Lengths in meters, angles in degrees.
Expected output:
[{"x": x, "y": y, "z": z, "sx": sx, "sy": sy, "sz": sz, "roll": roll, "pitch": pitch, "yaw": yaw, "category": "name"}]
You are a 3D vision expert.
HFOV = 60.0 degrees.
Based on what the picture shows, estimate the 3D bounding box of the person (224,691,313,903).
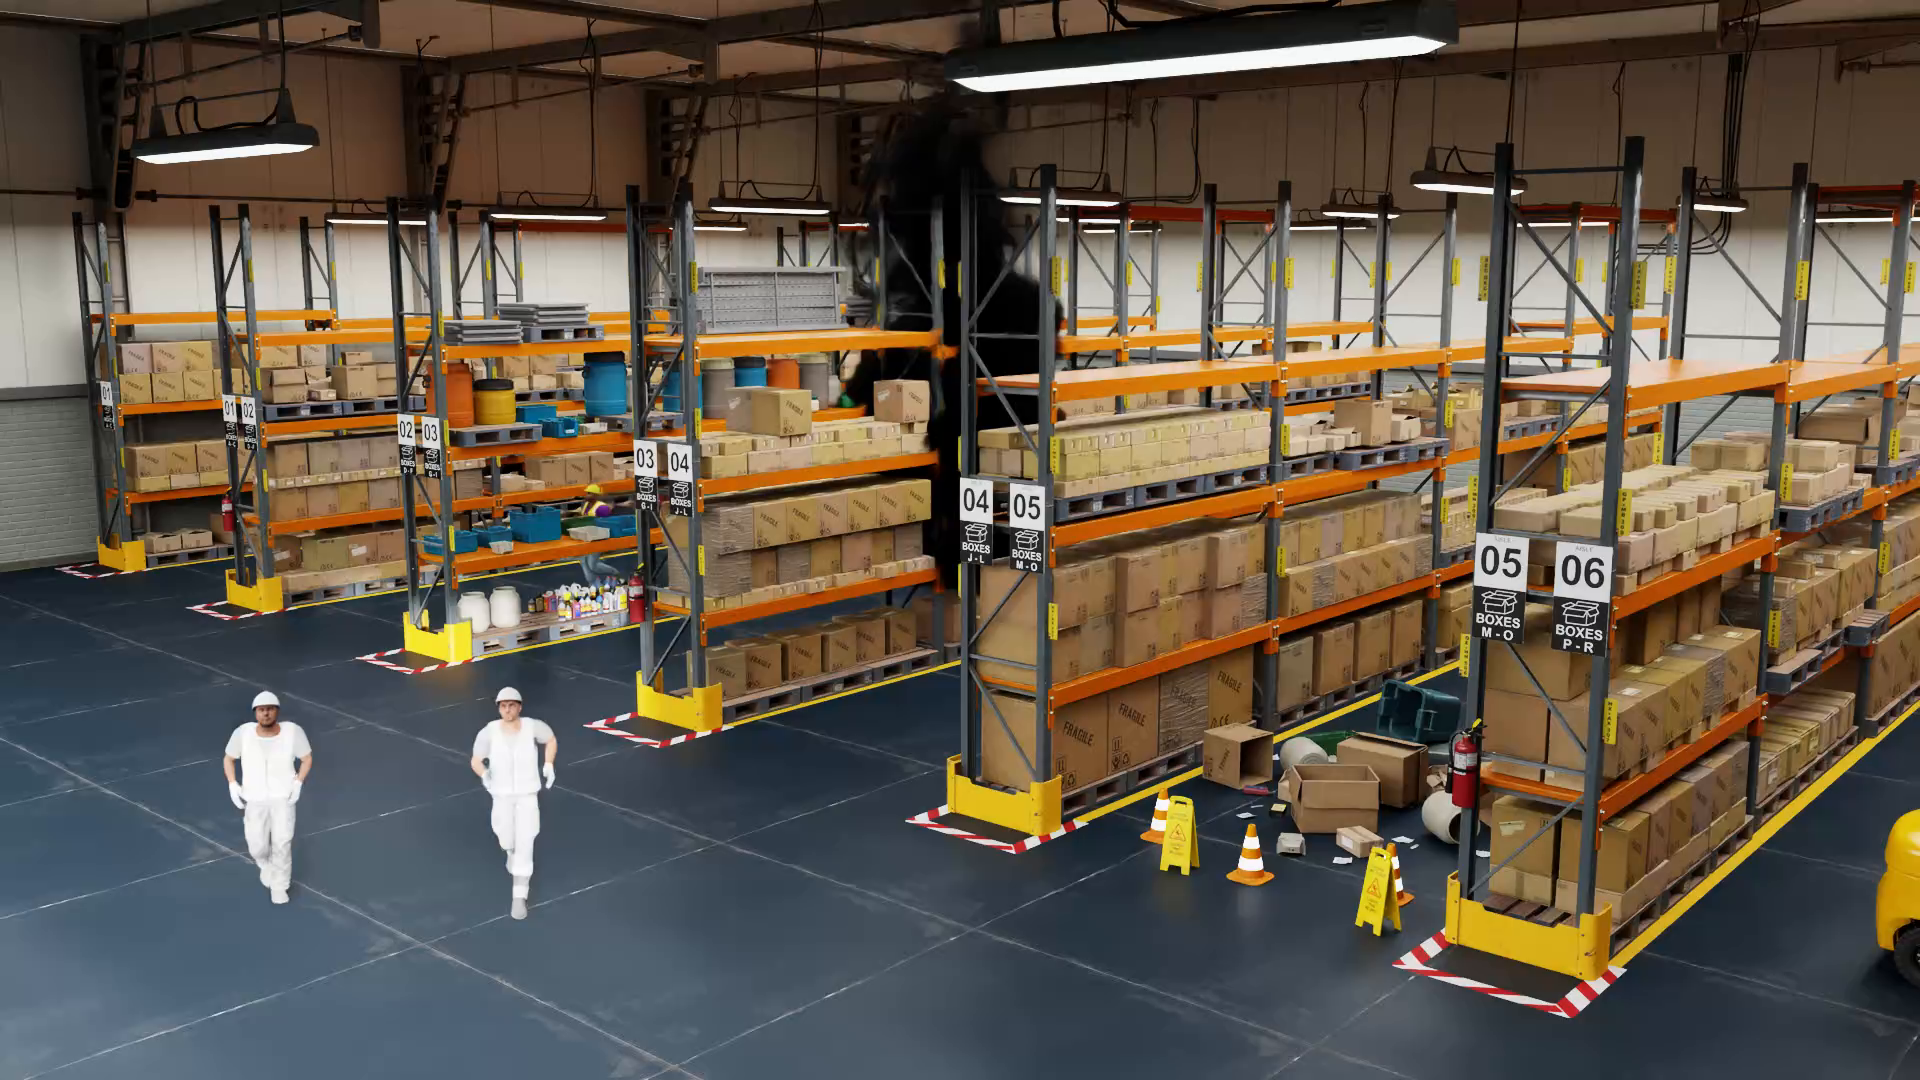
[{"x": -5.626, "y": 2.080, "z": 13.559, "sx": 0.676, "sy": 1.740, "sz": 0.545, "roll": -3, "pitch": 10, "yaw": -18, "category": "person"}]

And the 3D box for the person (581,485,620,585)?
[{"x": -5.715, "y": -0.015, "z": 26.141, "sx": 0.714, "sy": 1.737, "sz": 0.650, "roll": 9, "pitch": 13, "yaw": 42, "category": "person"}]

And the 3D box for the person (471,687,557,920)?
[{"x": -3.614, "y": 2.066, "z": 13.516, "sx": 0.668, "sy": 1.784, "sz": 0.995, "roll": -2, "pitch": 10, "yaw": -10, "category": "person"}]
